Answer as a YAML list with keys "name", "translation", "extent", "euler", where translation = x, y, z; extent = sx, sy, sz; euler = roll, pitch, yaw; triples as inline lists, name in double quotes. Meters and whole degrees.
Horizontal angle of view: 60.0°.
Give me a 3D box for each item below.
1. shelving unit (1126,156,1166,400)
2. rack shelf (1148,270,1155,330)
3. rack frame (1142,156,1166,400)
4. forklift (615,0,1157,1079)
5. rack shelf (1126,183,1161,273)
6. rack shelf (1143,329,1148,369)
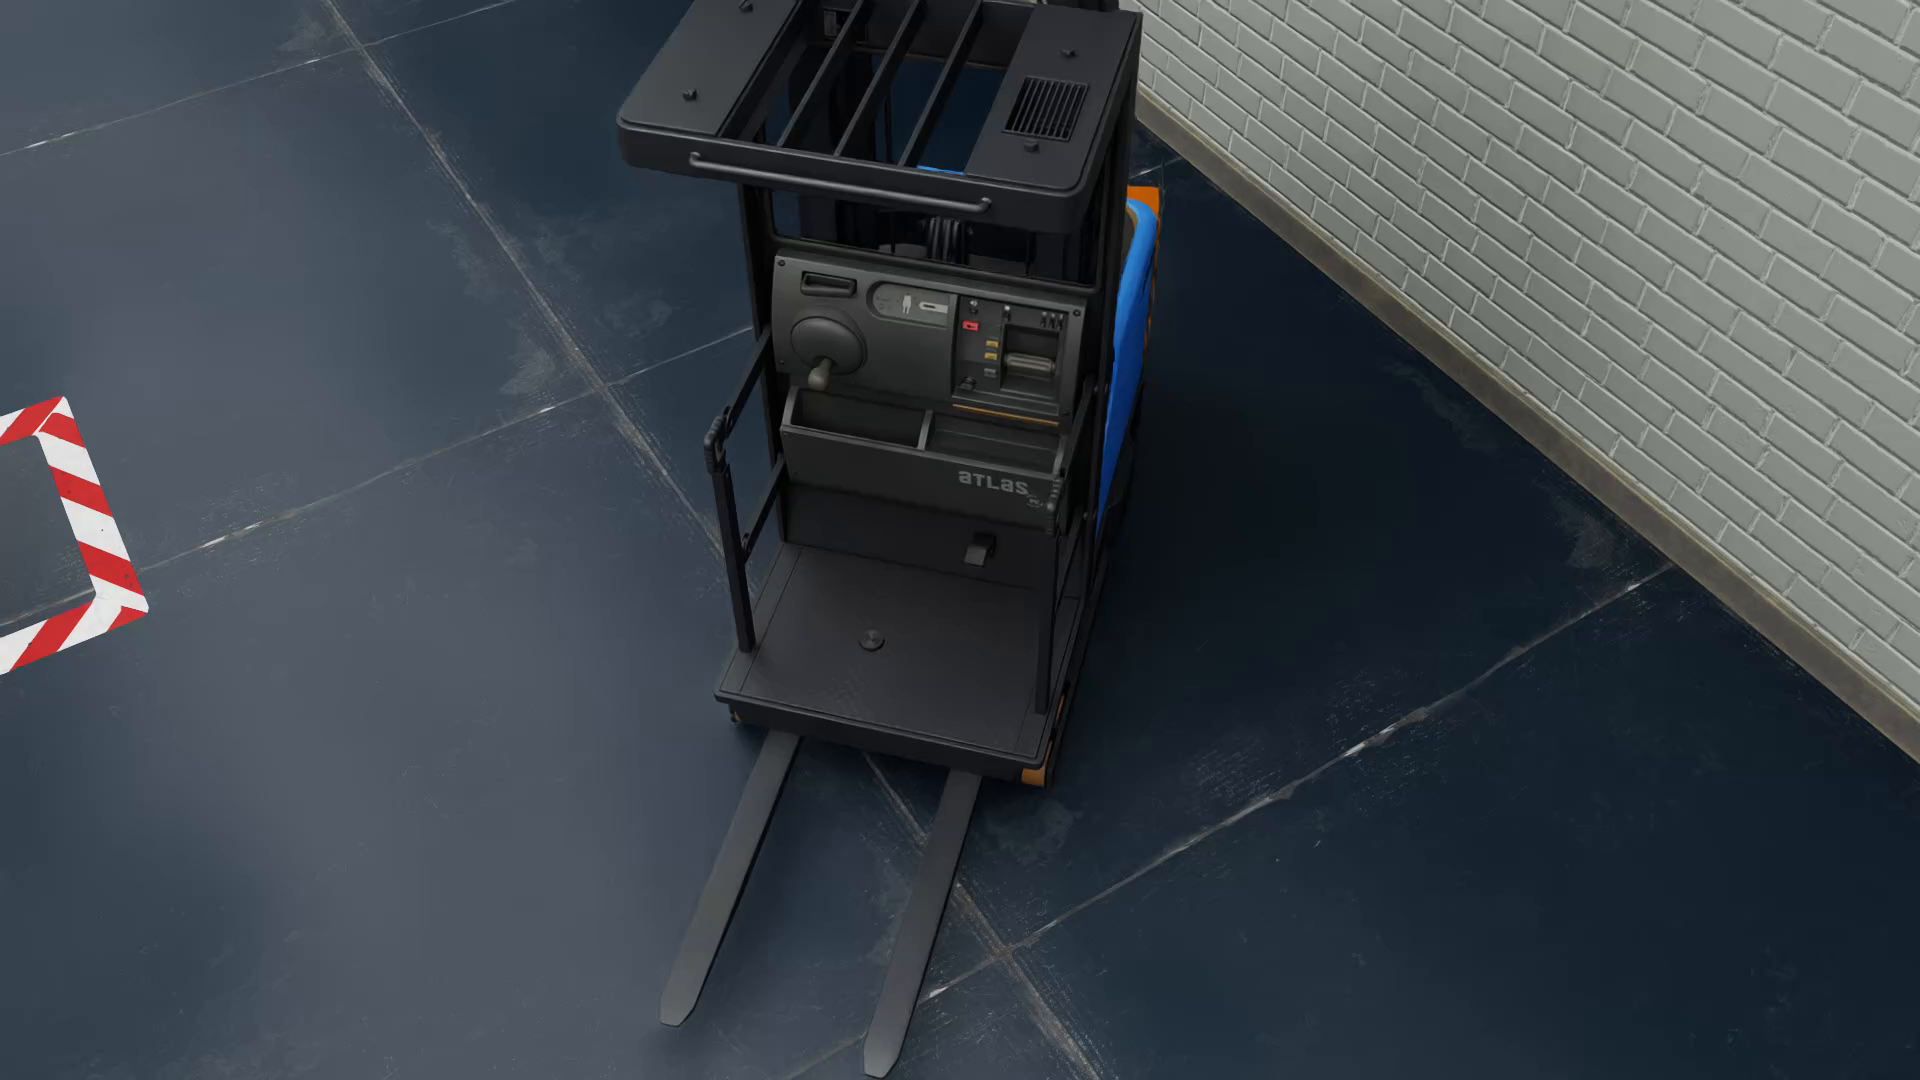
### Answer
- name: "shelving unit"
  translation: [0.620, -0.991, 6.429]
  extent: [0.252, 1.050, 0.215]
  euler: [3, 48, 2]
- name: "rack shelf"
  translation: [0.620, -0.984, 6.437]
  extent: [0.240, 0.259, 0.215]
  euler: [3, 48, 2]
- name: "rack frame"
  translation: [0.742, -0.986, 6.424]
  extent: [0.008, 1.050, 0.200]
  euler: [3, 48, 2]
- name: "forklift"
  translation: [-0.153, -0.486, 4.720]
  extent: [1.130, 2.935, 3.031]
  euler: [11, 49, 10]
- name: "rack shelf"
  translation: [0.620, -1.173, 6.225]
  extent: [0.240, 0.259, 0.215]
  euler: [3, 48, 2]
- name: "rack shelf"
  translation: [0.621, -0.799, 6.645]
  extent: [0.240, 0.259, 0.215]
  euler: [3, 48, 2]
